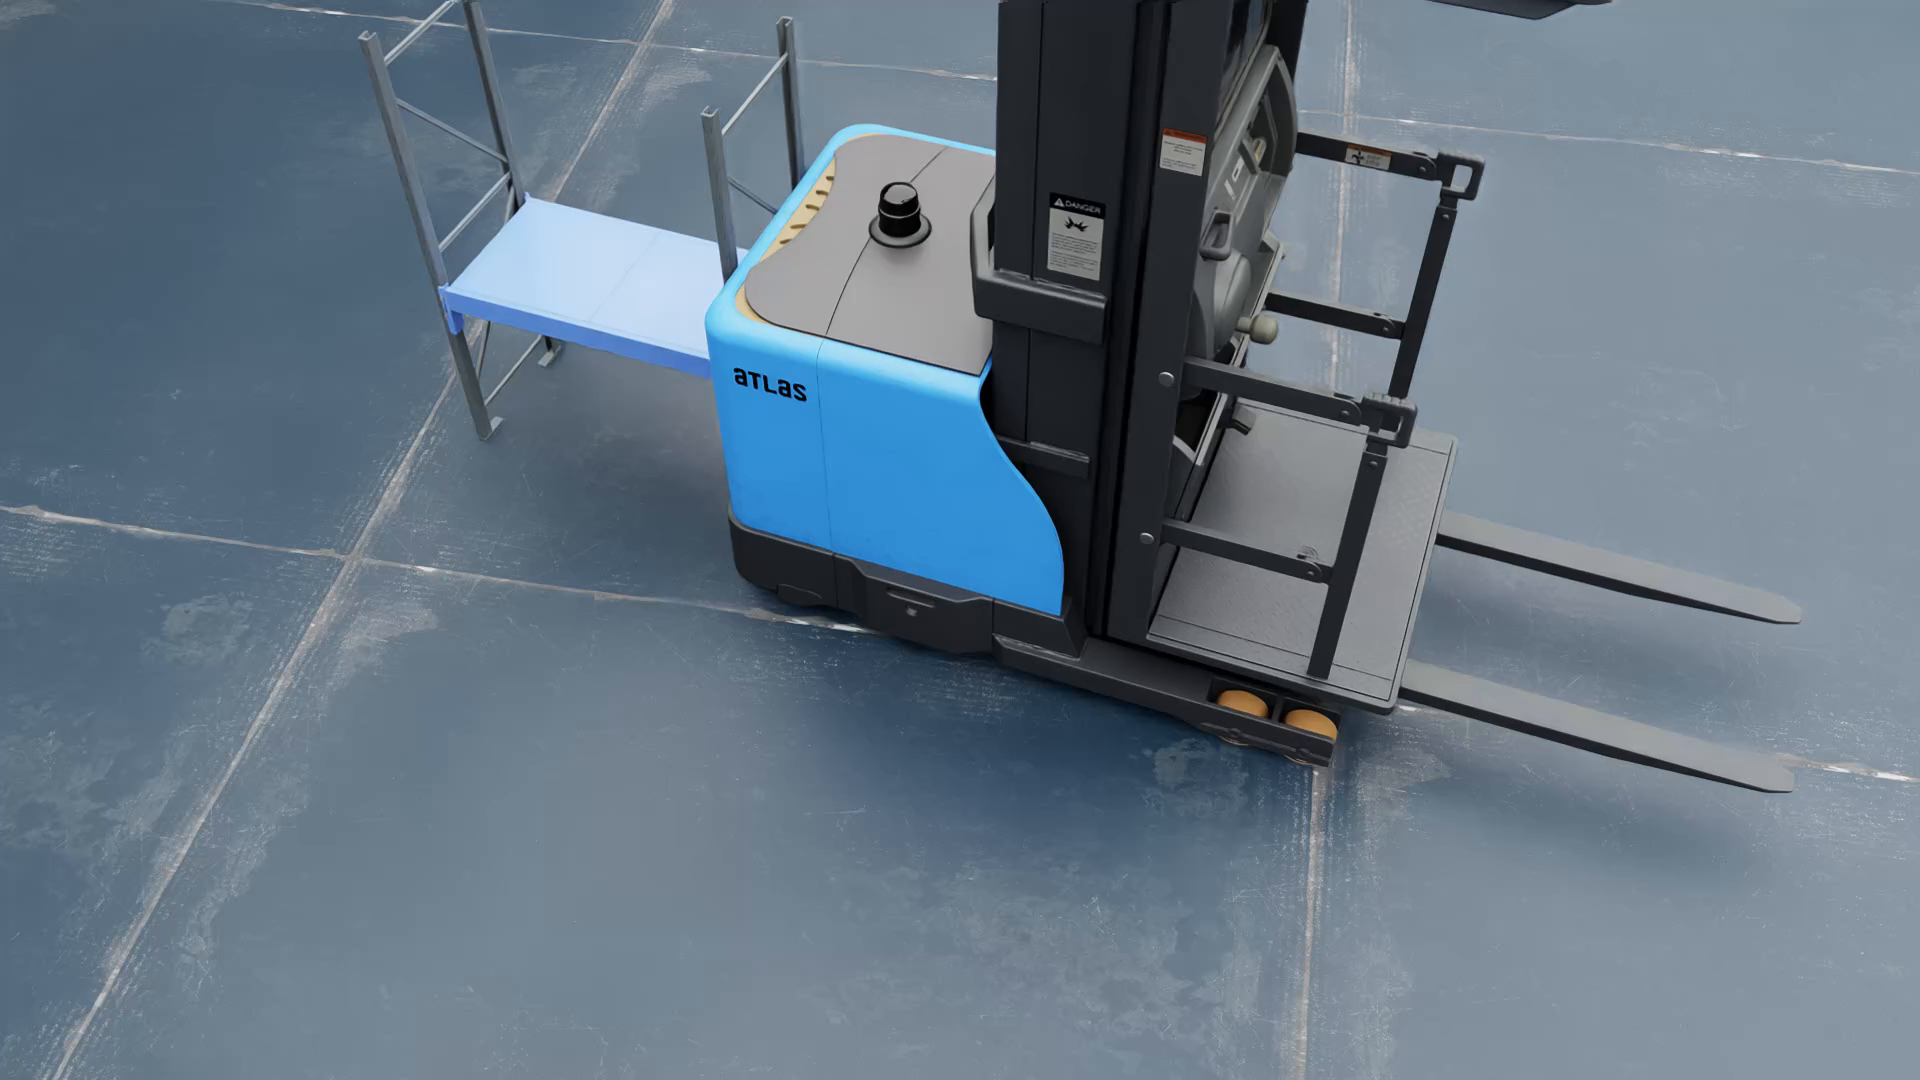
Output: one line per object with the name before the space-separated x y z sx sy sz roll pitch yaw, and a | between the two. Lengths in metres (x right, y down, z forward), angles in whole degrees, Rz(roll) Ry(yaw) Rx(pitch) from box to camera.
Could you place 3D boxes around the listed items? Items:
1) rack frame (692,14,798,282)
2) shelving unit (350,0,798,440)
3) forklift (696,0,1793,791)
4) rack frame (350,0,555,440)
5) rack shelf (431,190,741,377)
rack frame | -0.577 -0.750 4.915 0.032 1.500 0.500 16 50 14
shelving unit | -1.053 -0.882 5.034 1.048 1.500 0.538 16 50 14
forklift | 0.859 -0.803 4.001 3.031 2.935 1.130 16 50 14
rack frame | -1.530 -1.014 5.153 0.032 1.500 0.500 16 50 14
rack shelf | -1.053 -0.762 5.168 1.000 0.185 0.538 16 50 14
